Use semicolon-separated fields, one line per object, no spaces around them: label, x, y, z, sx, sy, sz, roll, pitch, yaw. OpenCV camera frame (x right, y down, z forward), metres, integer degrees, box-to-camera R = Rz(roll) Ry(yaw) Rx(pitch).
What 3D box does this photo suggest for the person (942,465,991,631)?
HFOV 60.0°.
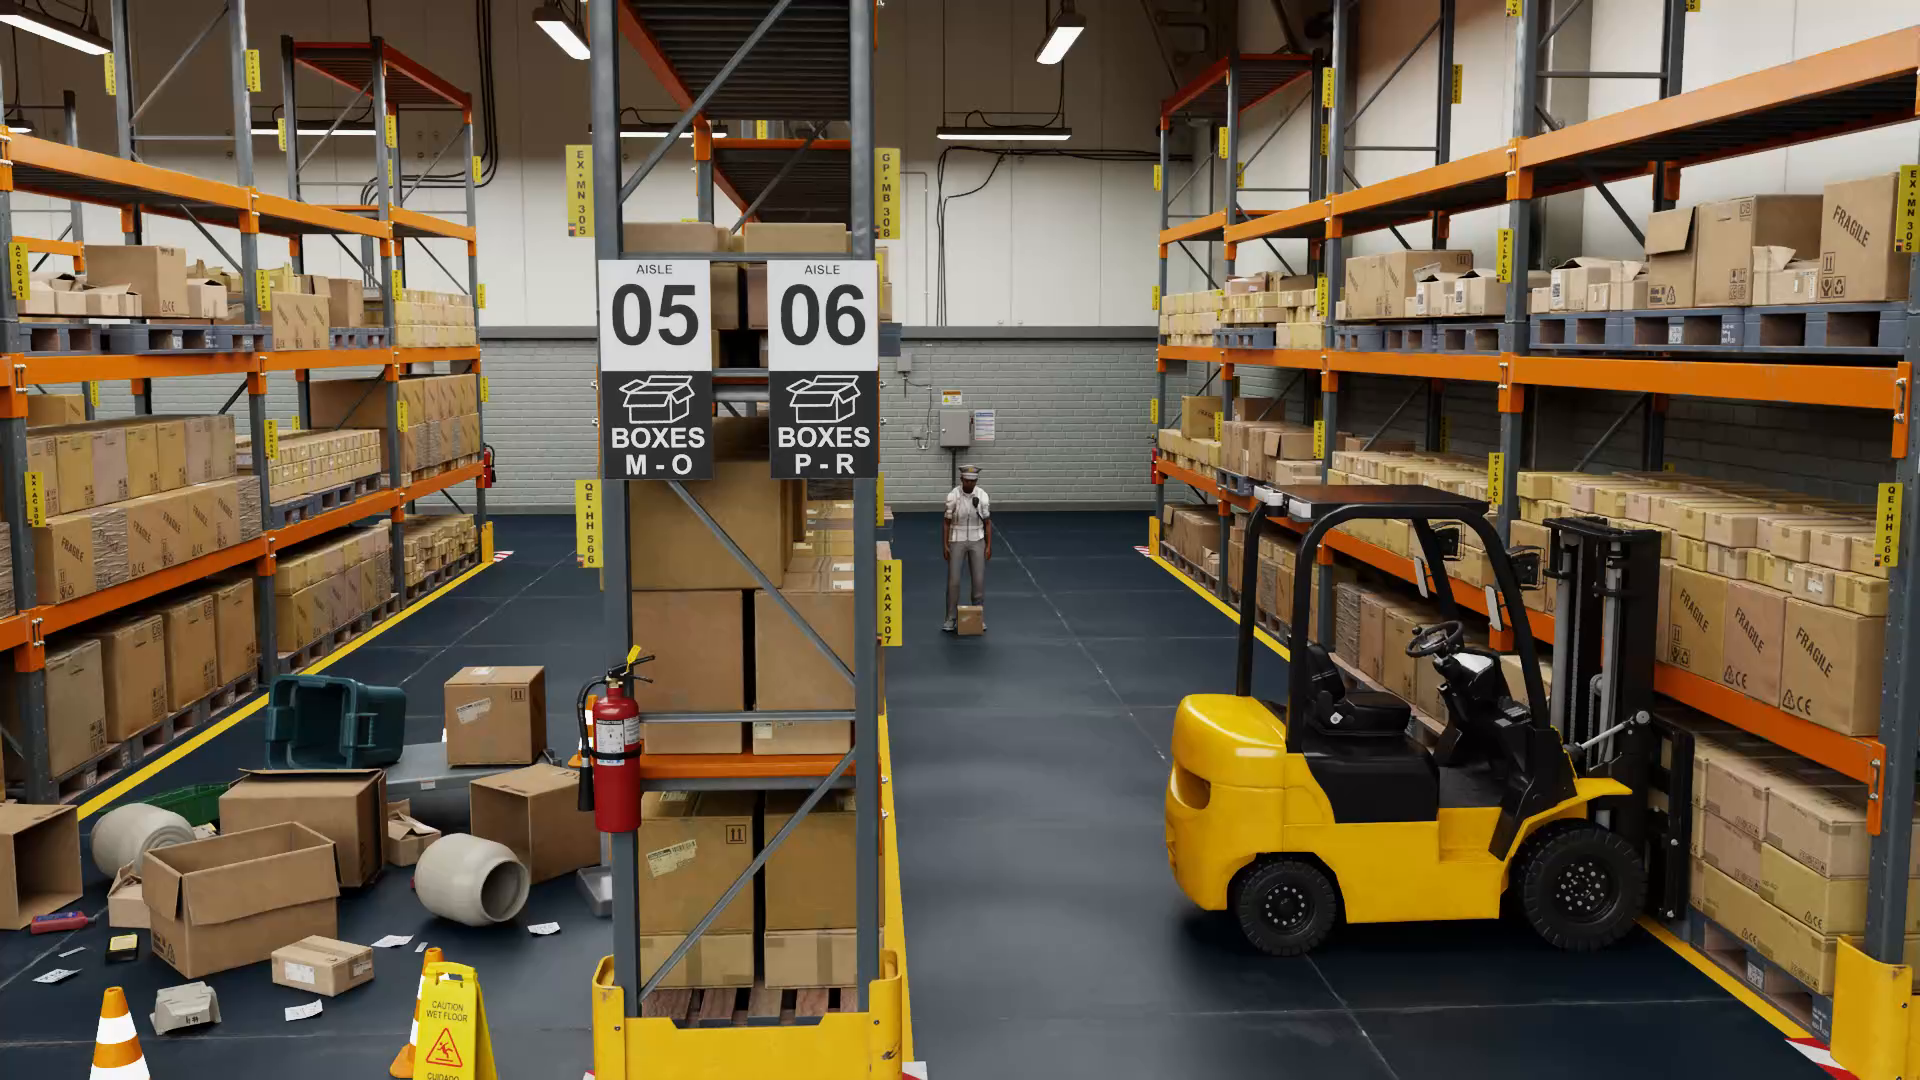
person;0.066;0.069;16.685;0.505;1.659;0.393;0;7;-3
